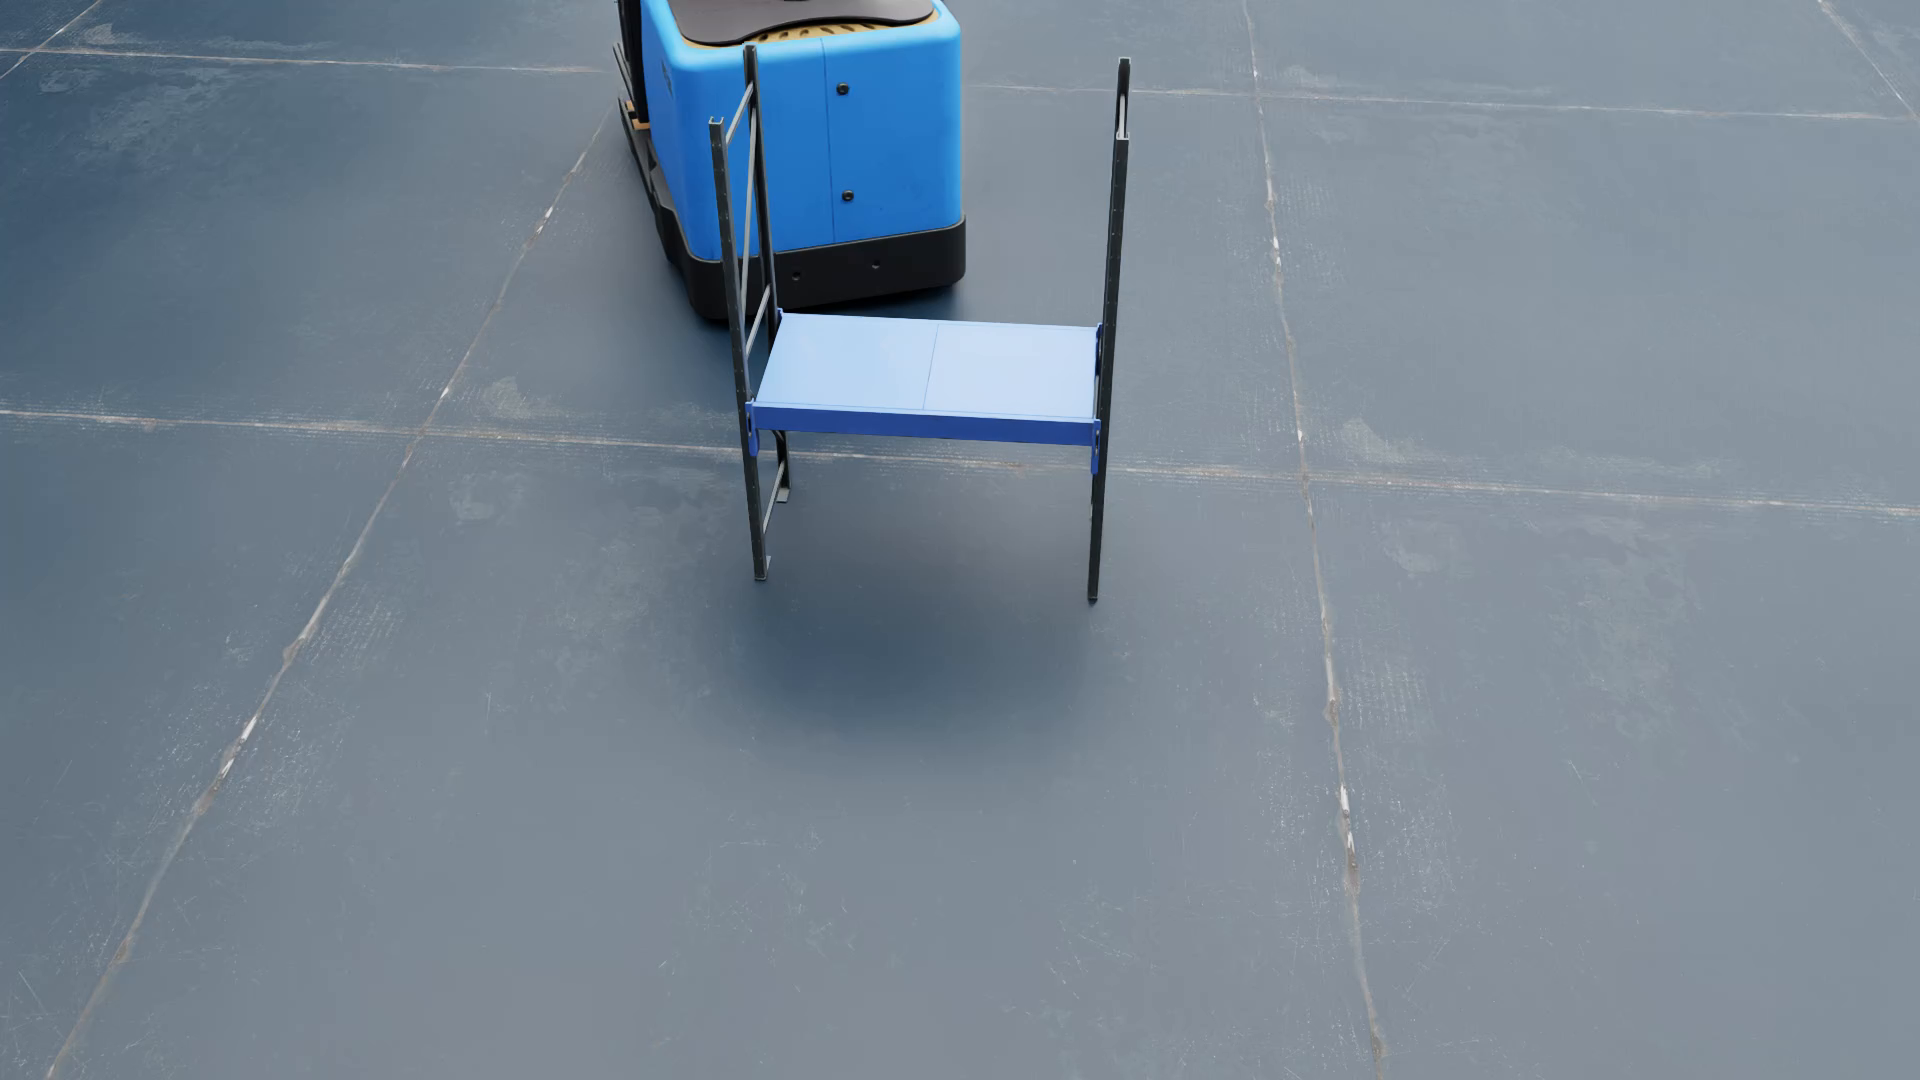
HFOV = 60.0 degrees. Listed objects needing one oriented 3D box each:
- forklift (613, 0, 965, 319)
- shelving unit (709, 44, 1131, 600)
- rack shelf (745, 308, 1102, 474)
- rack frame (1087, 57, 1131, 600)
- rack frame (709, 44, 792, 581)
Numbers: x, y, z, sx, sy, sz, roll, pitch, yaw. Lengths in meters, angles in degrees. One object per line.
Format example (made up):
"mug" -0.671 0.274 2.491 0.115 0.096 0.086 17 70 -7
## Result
"forklift" -0.892 -2.888 6.476 1.130 2.935 3.031 -11 40 -13
"shelving unit" -0.085 -0.586 4.782 1.048 1.500 0.538 3 39 4
"rack shelf" -0.085 -0.447 4.896 1.000 0.185 0.538 3 39 4
"rack frame" 0.421 -0.559 4.748 0.032 1.500 0.500 3 39 4
"rack frame" -0.591 -0.614 4.816 0.032 1.500 0.500 3 39 4
